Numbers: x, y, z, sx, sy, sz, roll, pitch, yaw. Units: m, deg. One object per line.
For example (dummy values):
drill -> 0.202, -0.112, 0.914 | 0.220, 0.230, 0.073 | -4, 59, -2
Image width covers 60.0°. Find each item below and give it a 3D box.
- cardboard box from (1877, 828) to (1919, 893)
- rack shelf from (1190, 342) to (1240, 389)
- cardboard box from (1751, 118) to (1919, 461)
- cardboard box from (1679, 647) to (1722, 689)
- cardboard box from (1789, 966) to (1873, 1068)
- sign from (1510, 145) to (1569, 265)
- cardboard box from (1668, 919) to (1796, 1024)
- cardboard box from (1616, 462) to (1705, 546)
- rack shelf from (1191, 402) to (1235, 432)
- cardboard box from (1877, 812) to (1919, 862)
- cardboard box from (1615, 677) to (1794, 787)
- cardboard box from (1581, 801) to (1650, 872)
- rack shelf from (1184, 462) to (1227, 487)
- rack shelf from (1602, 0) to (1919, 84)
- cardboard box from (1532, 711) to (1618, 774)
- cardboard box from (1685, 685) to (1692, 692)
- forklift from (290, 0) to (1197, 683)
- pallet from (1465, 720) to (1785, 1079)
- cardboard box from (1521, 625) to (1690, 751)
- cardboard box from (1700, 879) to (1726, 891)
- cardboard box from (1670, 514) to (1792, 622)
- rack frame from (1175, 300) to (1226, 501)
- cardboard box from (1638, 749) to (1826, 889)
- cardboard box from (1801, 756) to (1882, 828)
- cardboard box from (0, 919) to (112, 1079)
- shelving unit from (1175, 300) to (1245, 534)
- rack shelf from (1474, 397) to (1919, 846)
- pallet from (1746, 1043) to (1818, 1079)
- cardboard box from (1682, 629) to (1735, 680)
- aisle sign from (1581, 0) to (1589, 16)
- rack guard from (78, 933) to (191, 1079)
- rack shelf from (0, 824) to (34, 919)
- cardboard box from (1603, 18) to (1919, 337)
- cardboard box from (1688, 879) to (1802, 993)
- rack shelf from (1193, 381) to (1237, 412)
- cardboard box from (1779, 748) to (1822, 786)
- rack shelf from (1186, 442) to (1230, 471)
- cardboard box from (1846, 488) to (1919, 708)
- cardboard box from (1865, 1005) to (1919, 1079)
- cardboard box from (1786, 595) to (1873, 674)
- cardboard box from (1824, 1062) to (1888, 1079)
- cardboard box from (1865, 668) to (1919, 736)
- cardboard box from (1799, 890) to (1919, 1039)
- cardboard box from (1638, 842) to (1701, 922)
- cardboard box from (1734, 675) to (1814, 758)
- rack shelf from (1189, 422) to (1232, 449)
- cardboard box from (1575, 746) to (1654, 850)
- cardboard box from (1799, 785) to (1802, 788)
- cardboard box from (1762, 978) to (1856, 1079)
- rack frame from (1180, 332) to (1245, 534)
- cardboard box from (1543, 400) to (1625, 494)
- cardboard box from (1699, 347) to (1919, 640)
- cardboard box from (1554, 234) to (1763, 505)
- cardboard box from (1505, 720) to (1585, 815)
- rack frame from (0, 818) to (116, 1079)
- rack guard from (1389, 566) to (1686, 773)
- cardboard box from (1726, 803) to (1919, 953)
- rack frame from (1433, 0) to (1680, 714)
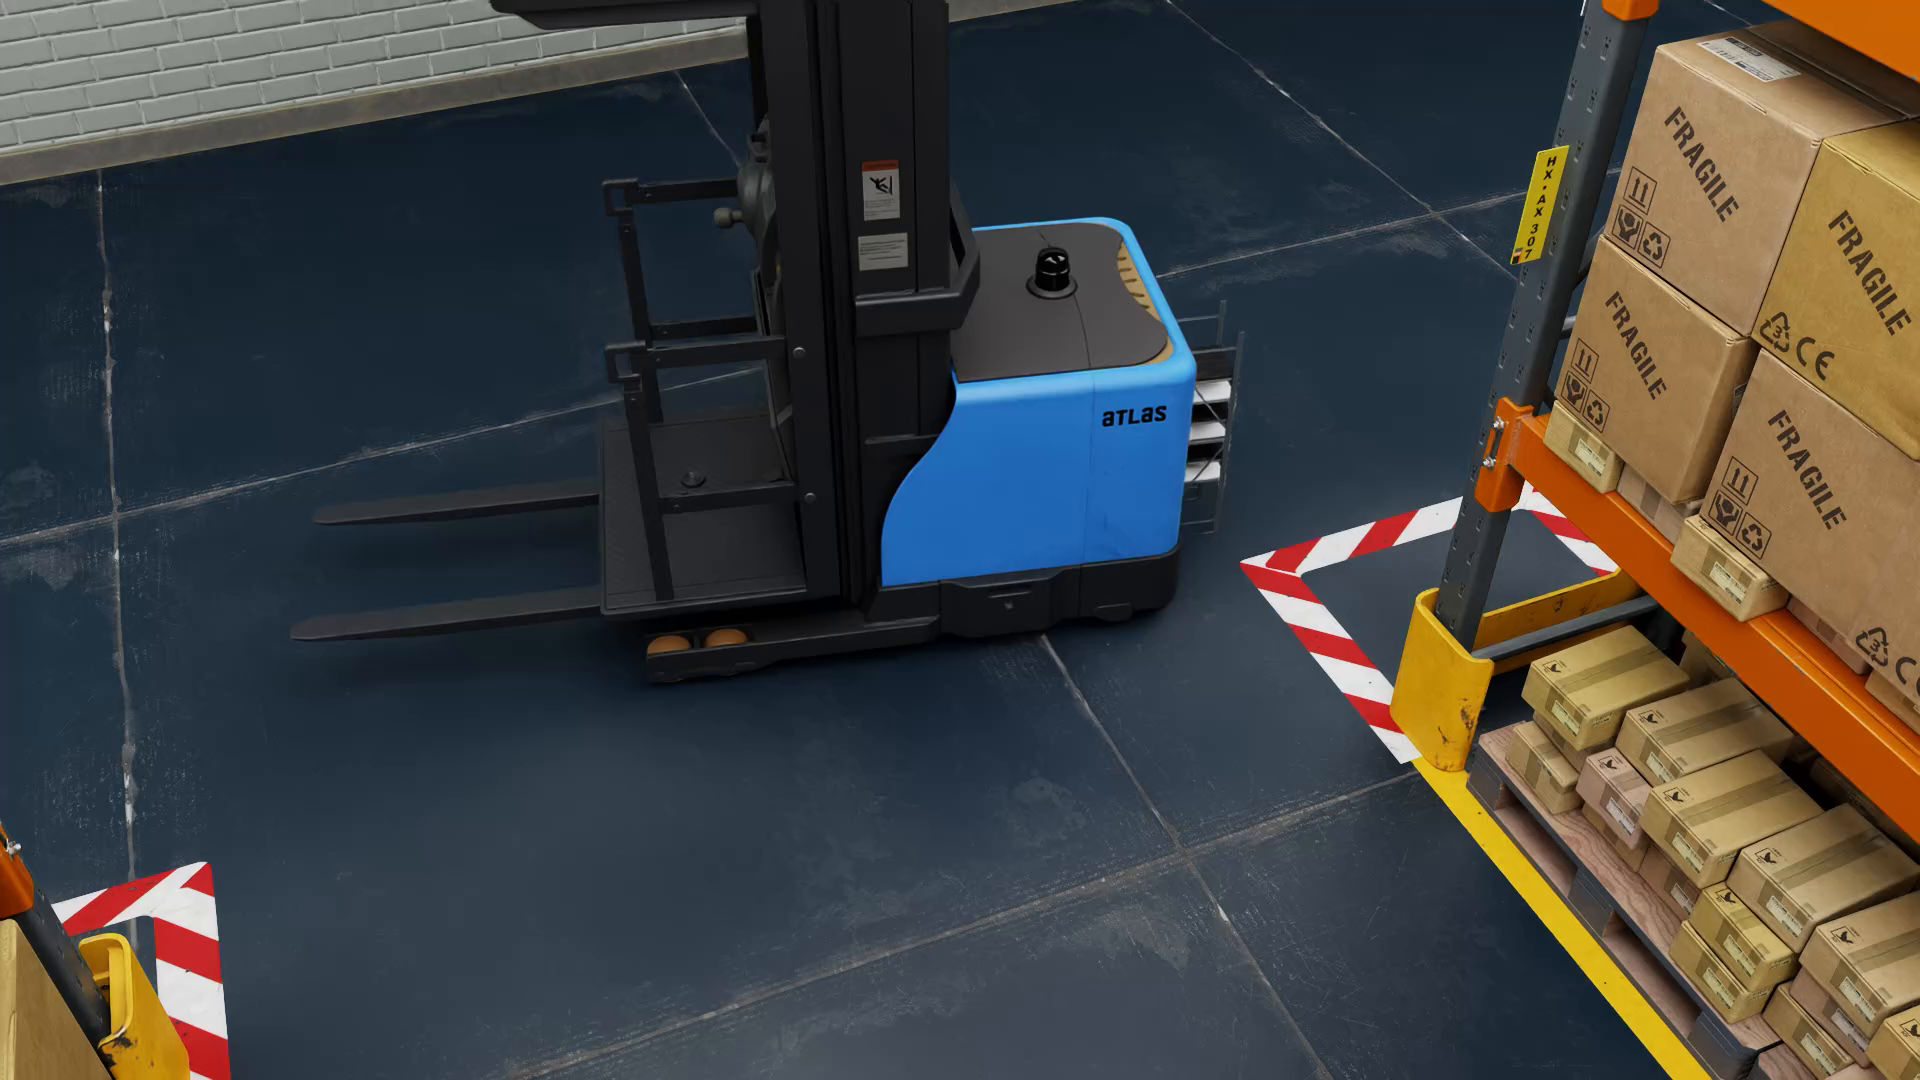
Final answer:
cardboard box -> 2.671, 0.888, 4.553 | 0.380, 0.149, 0.250 | -16, 43, -17
rack shelf -> 0.838, -0.602, 5.896 | 0.258, 0.077, 0.200 | -7, 41, -8
cardboard box -> 2.122, -0.558, 3.527 | 0.500, 0.500, 0.500 | -14, 43, -16
cardboard box -> 2.462, 0.388, 5.134 | 0.380, 0.149, 0.250 | -16, 43, -18
cardboard box -> 2.375, 1.143, 4.256 | 0.380, 0.149, 0.250 | -17, 44, -19
sign -> 1.495, -0.860, 4.286 | 0.100, 0.325, 0.005 | -15, 43, -17
cardboard box -> 2.175, 1.116, 4.516 | 0.380, 0.149, 0.250 | -15, 43, -16
cardboard box -> 1.953, -0.152, 4.319 | 0.380, 0.149, 0.250 | -14, 43, -15
rack shelf -> 0.838, -0.465, 6.014 | 0.258, 0.077, 0.200 | -7, 41, -8
cardboard box -> 2.733, 0.746, 4.490 | 0.380, 0.149, 0.250 | -17, 43, -19
cardboard box -> 2.100, 0.565, 4.700 | 0.380, 0.149, 0.250 | -14, 43, -16
cardboard box -> 2.077, 0.787, 4.899 | 0.380, 0.149, 0.250 | -15, 43, -17
rack shelf -> 0.838, -0.260, 6.190 | 0.258, 0.077, 0.200 | -7, 41, -8
rack shelf -> 2.762, -0.327, 2.581 | 1.077, 0.370, 4.000 | -15, 43, -17
cardboard box -> 1.960, 0.521, 4.980 | 0.380, 0.149, 0.250 | -13, 42, -15
cardboard box -> 2.391, 0.519, 5.210 | 0.380, 0.149, 0.250 | -14, 43, -16
forklift -> -0.794, -0.997, 5.161 | 3.031, 2.935, 1.130 | -6, 41, -7
pallet -> 2.304, 0.934, 5.002 | 1.003, 0.211, 1.213 | -15, 43, -17
cardboard box -> 1.883, 0.429, 4.859 | 0.380, 0.149, 0.250 | -17, 44, -19
cardboard box -> 2.188, 0.826, 4.626 | 0.380, 0.149, 0.250 | -15, 43, -16
cardboard box -> 2.007, 0.023, 4.115 | 0.380, 0.149, 0.250 | -16, 43, -18
rack frame -> 0.818, -0.487, 6.126 | 0.240, 0.900, 0.006 | -7, 41, -8
cardboard box -> 2.078, 0.749, 4.487 | 0.380, 0.149, 0.250 | -15, 43, -17
cardboard box -> 2.663, 0.701, 4.771 | 0.380, 0.149, 0.250 | -17, 43, -19
cardboard box -> -2.306, 1.521, 3.488 | 0.875, 0.875, 0.875 | -15, 43, -17
shelving unit -> 0.838, -0.422, 6.051 | 0.258, 0.900, 0.210 | -7, 41, -8
rack shelf -> 2.762, 0.810, 3.559 | 1.077, 0.370, 4.000 | -15, 43, -17
pallet -> 2.767, 1.668, 4.149 | 1.003, 0.211, 1.213 | -15, 43, -17
cardboard box -> 2.433, 0.284, 5.027 | 0.380, 0.149, 0.250 | -15, 43, -16
aisle sign -> 1.692, -1.622, 3.842 | 0.394, 0.787, 0.004 | -15, 43, -17
rack guard -> -2.634, 1.442, 4.189 | 1.175, 0.500, 0.348 | -15, 43, -17
rack shelf -> -1.859, 1.987, 2.191 | 1.077, 0.370, 4.000 | -15, 43, -17
cardboard box -> 1.923, -0.861, 3.878 | 0.500, 0.500, 0.500 | -15, 43, -17
cardboard box -> 2.186, 1.007, 4.414 | 0.380, 0.149, 0.250 | -14, 43, -16
rack shelf -> 0.838, -0.533, 5.955 | 0.258, 0.077, 0.200 | -7, 41, -8
cardboard box -> 2.513, 0.559, 4.936 | 0.380, 0.149, 0.250 | -16, 43, -18
rack shelf -> 0.838, -0.329, 6.131 | 0.258, 0.077, 0.200 | -7, 41, -8
cardboard box -> 2.317, 0.136, 3.487 | 0.500, 0.500, 0.500 | -15, 43, -16
cardboard box -> 2.405, 1.217, 3.942 | 0.380, 0.149, 0.250 | -14, 43, -16
cardboard box -> 2.233, 0.145, 3.973 | 0.380, 0.149, 0.250 | -13, 42, -15
cardboard box -> 2.376, 1.418, 4.165 | 0.380, 0.149, 0.250 | -17, 44, -19
cardboard box -> 2.314, 0.315, 3.776 | 0.380, 0.149, 0.250 | -16, 43, -17
cardboard box -> 2.347, 1.047, 4.140 | 0.380, 0.149, 0.250 | -14, 43, -15
cardboard box -> 2.179, 0.935, 4.727 | 0.380, 0.149, 0.250 | -15, 43, -16
cardboard box -> 2.476, 0.450, 4.834 | 0.380, 0.149, 0.250 | -14, 43, -16
rack shelf -> 0.838, -0.397, 6.072 | 0.258, 0.077, 0.200 | -7, 41, -8
cardboard box -> 2.013, 0.700, 4.771 | 0.380, 0.149, 0.250 | -15, 43, -17
cardboard box -> 2.583, 0.649, 5.059 | 0.380, 0.149, 0.250 | -14, 43, -16
cardboard box -> 2.361, 1.246, 4.365 | 0.380, 0.149, 0.250 | -15, 43, -17
rack frame -> 0.857, -0.357, 5.975 | 0.240, 0.900, 0.006 | -7, 41, -8
cardboard box -> 1.818, -0.295, 4.485 | 0.380, 0.149, 0.250 | -15, 43, -17
cardboard box -> 2.142, -0.163, 3.834 | 0.500, 0.500, 0.500 | -15, 43, -17
cardboard box -> 1.913, -0.479, 4.201 | 0.500, 0.500, 0.500 | -13, 42, -15
cardboard box -> 1.901, 0.650, 5.058 | 0.380, 0.149, 0.250 | -14, 43, -16
rack frame -> -2.621, 0.508, 3.358 | 0.949, 2.616, 0.053 | -15, 43, -17
rack guard -> 2.026, 0.326, 5.487 | 1.175, 0.500, 0.348 | -15, 43, -17
cardboard box -> 2.249, 0.878, 4.337 | 0.380, 0.149, 0.250 | -17, 44, -19
rack frame -> 1.997, -0.667, 4.726 | 1.000, 3.000, 0.127 | -15, 43, -17
